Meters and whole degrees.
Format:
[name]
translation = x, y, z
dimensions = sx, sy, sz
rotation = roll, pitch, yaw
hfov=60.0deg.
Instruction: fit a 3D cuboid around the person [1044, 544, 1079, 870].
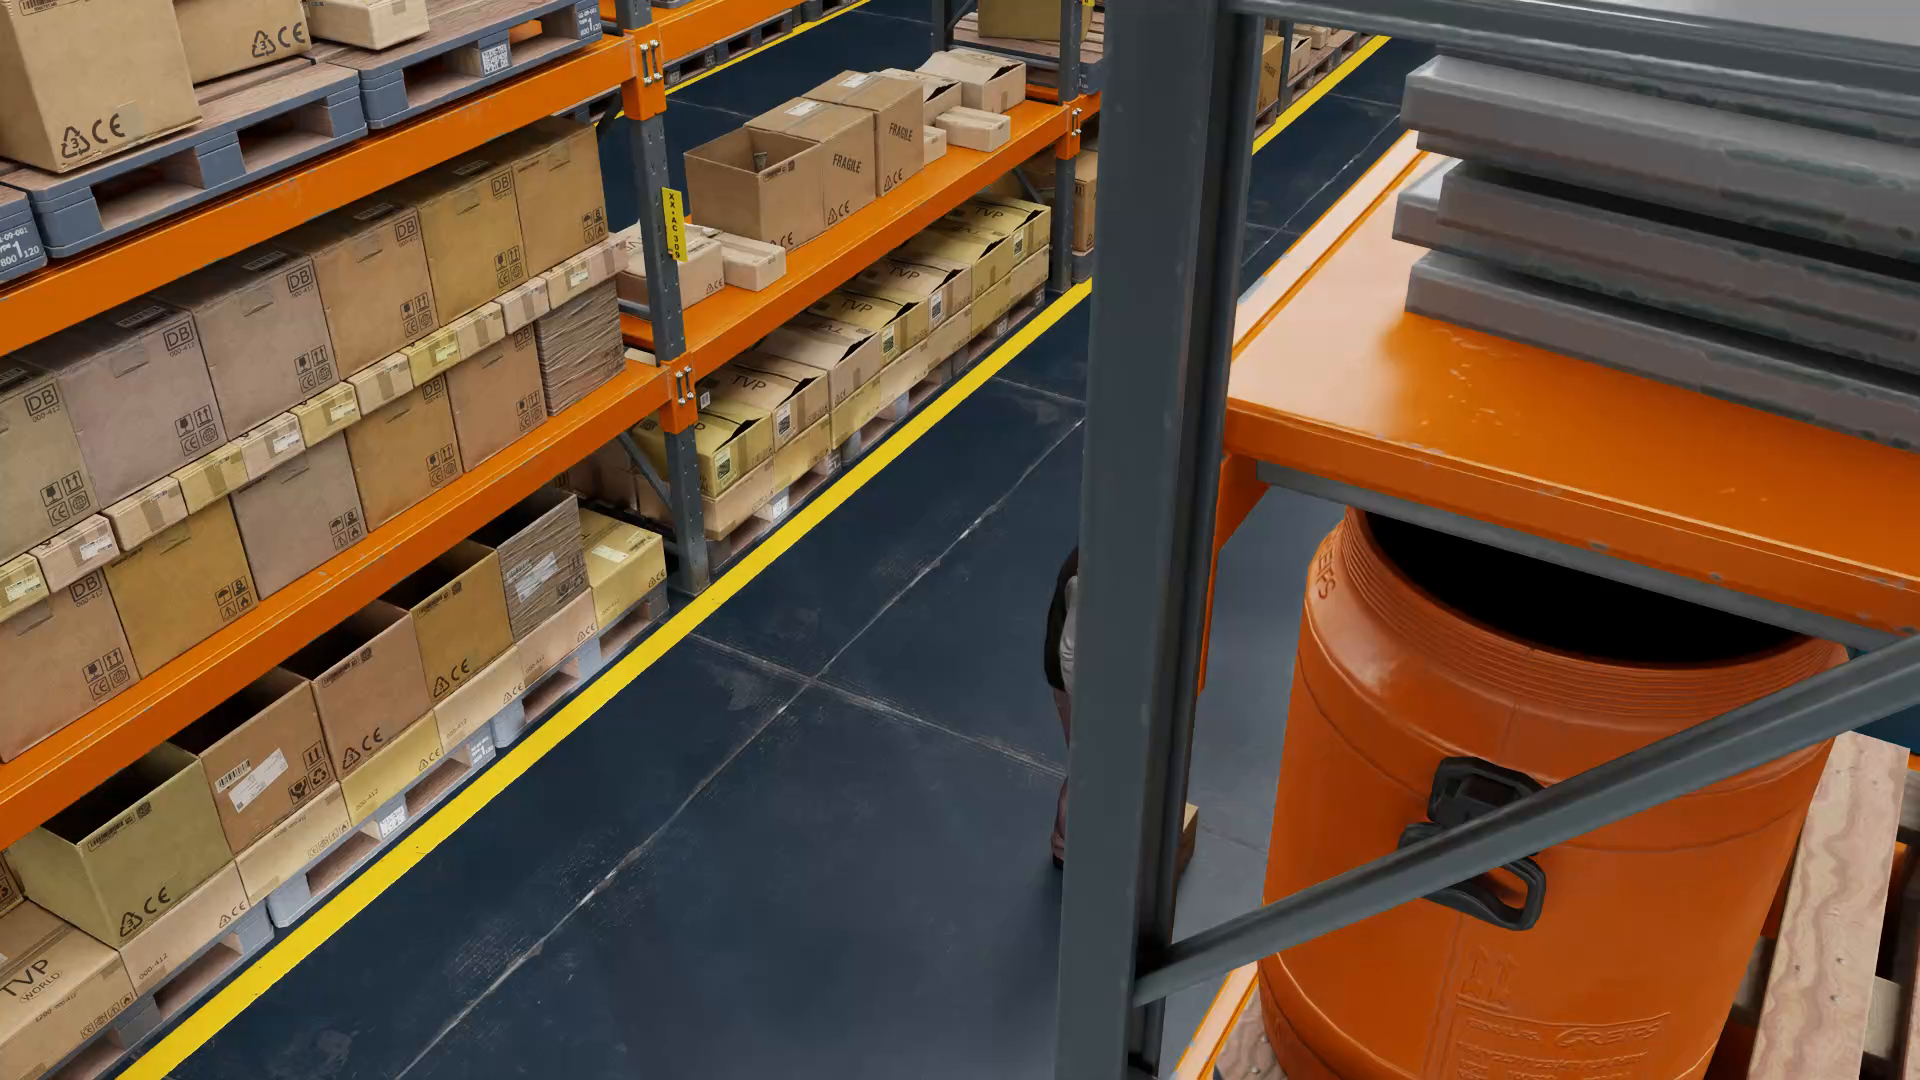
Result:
[person]
translation = 0.541, 0.517, 6.394
dimensions = 0.413, 1.721, 0.581
rotation = 17, 38, 24
